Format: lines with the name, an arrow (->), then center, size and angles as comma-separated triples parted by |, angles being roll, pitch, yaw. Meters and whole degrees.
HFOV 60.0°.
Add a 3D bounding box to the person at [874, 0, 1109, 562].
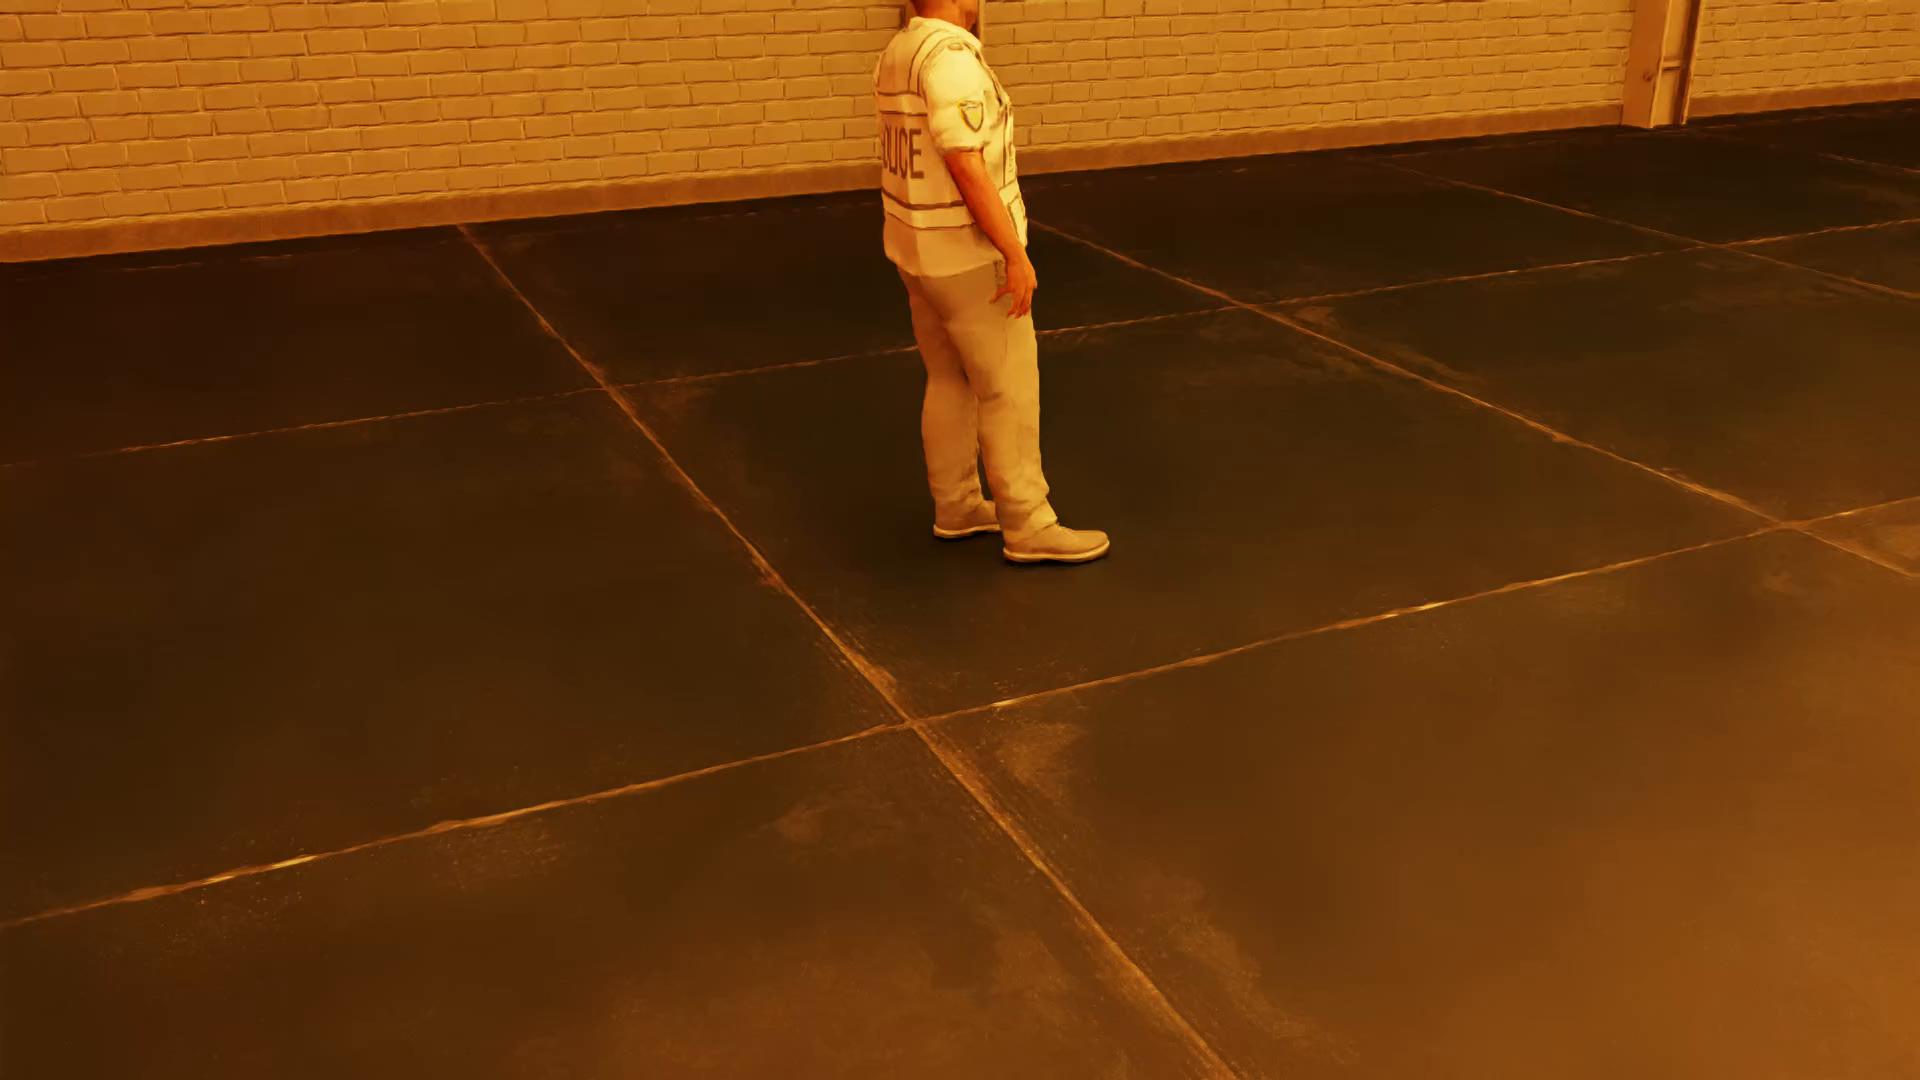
person -> 0.076, -0.839, 4.782 | 0.574, 1.781, 0.640 | -10, 25, -23
